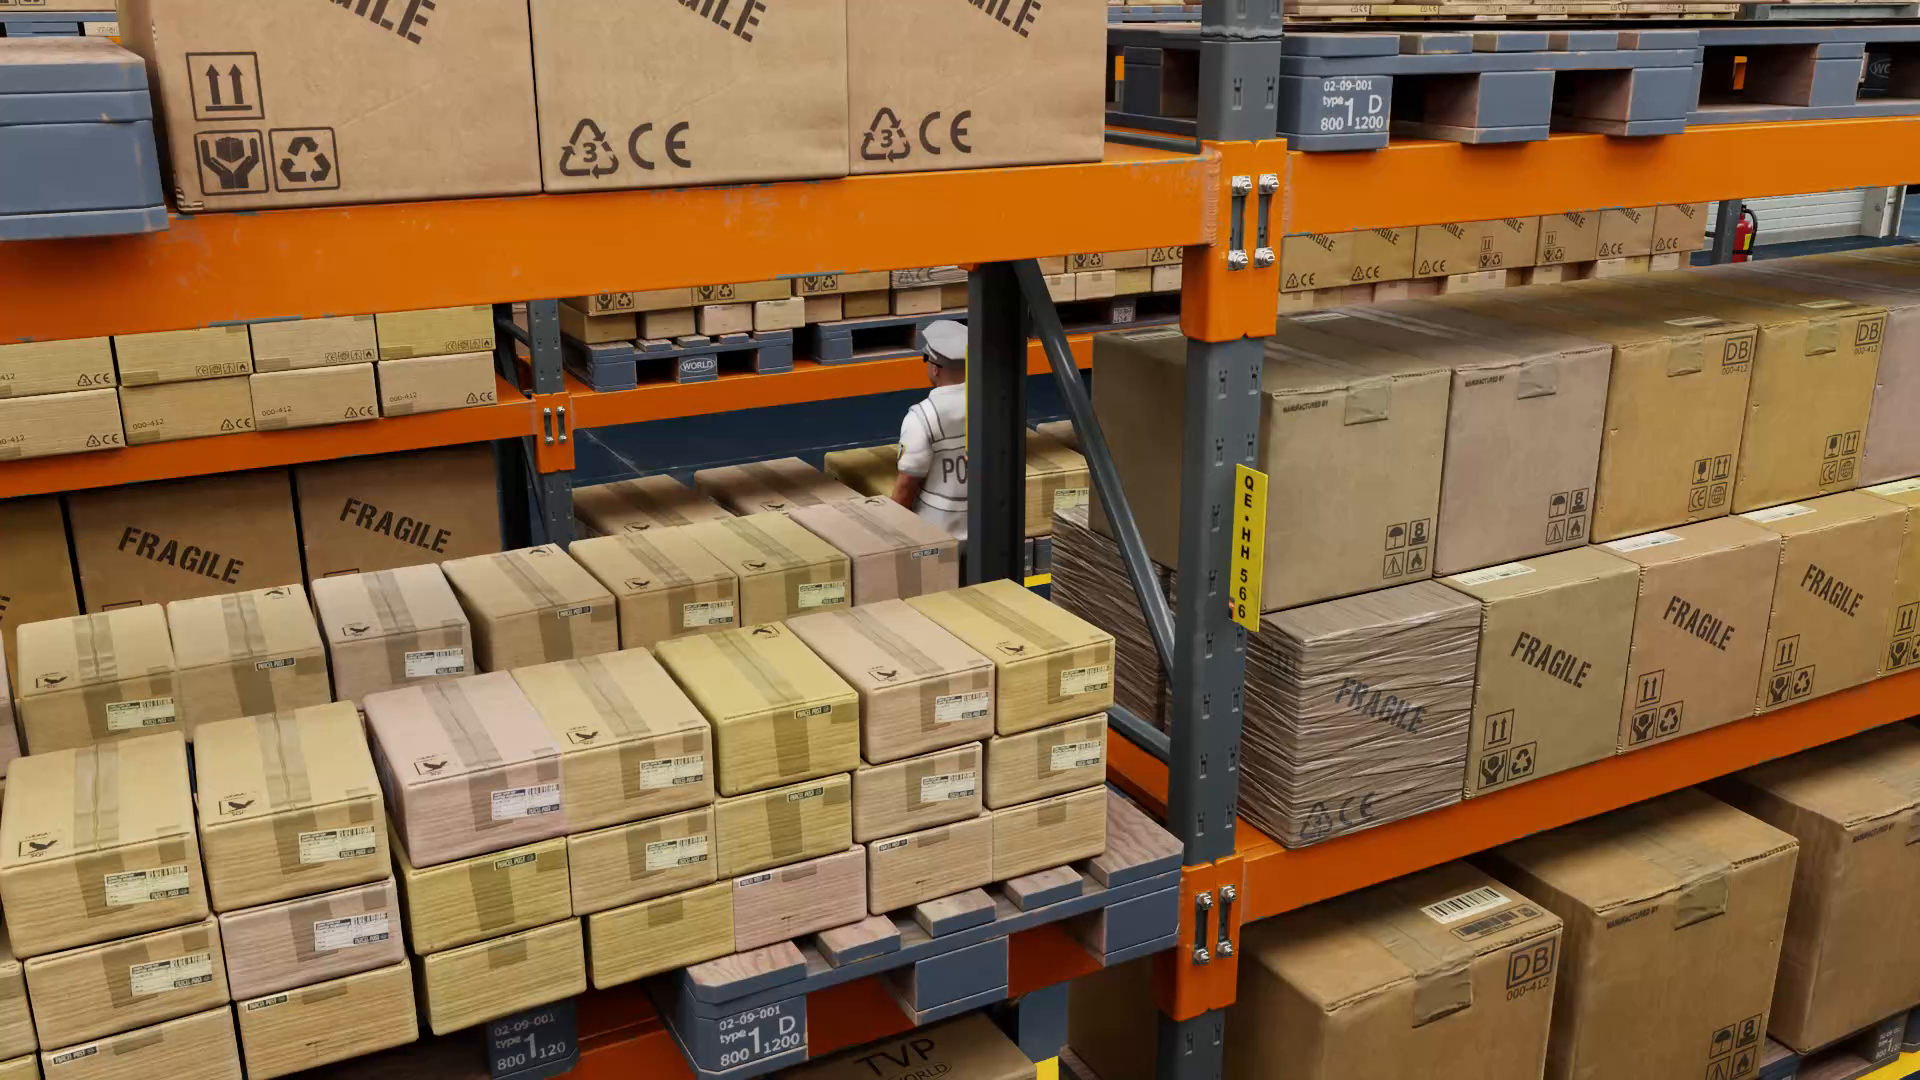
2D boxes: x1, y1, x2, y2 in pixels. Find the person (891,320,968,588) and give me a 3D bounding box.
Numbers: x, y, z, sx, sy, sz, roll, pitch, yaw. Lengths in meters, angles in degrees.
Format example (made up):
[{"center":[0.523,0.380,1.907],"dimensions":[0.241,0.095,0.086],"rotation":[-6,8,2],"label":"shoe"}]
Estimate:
[{"center":[-0.062,-0.097,7.266],"dimensions":[0.640,1.781,0.575],"rotation":[-10,21,-27],"label":"person"}]
